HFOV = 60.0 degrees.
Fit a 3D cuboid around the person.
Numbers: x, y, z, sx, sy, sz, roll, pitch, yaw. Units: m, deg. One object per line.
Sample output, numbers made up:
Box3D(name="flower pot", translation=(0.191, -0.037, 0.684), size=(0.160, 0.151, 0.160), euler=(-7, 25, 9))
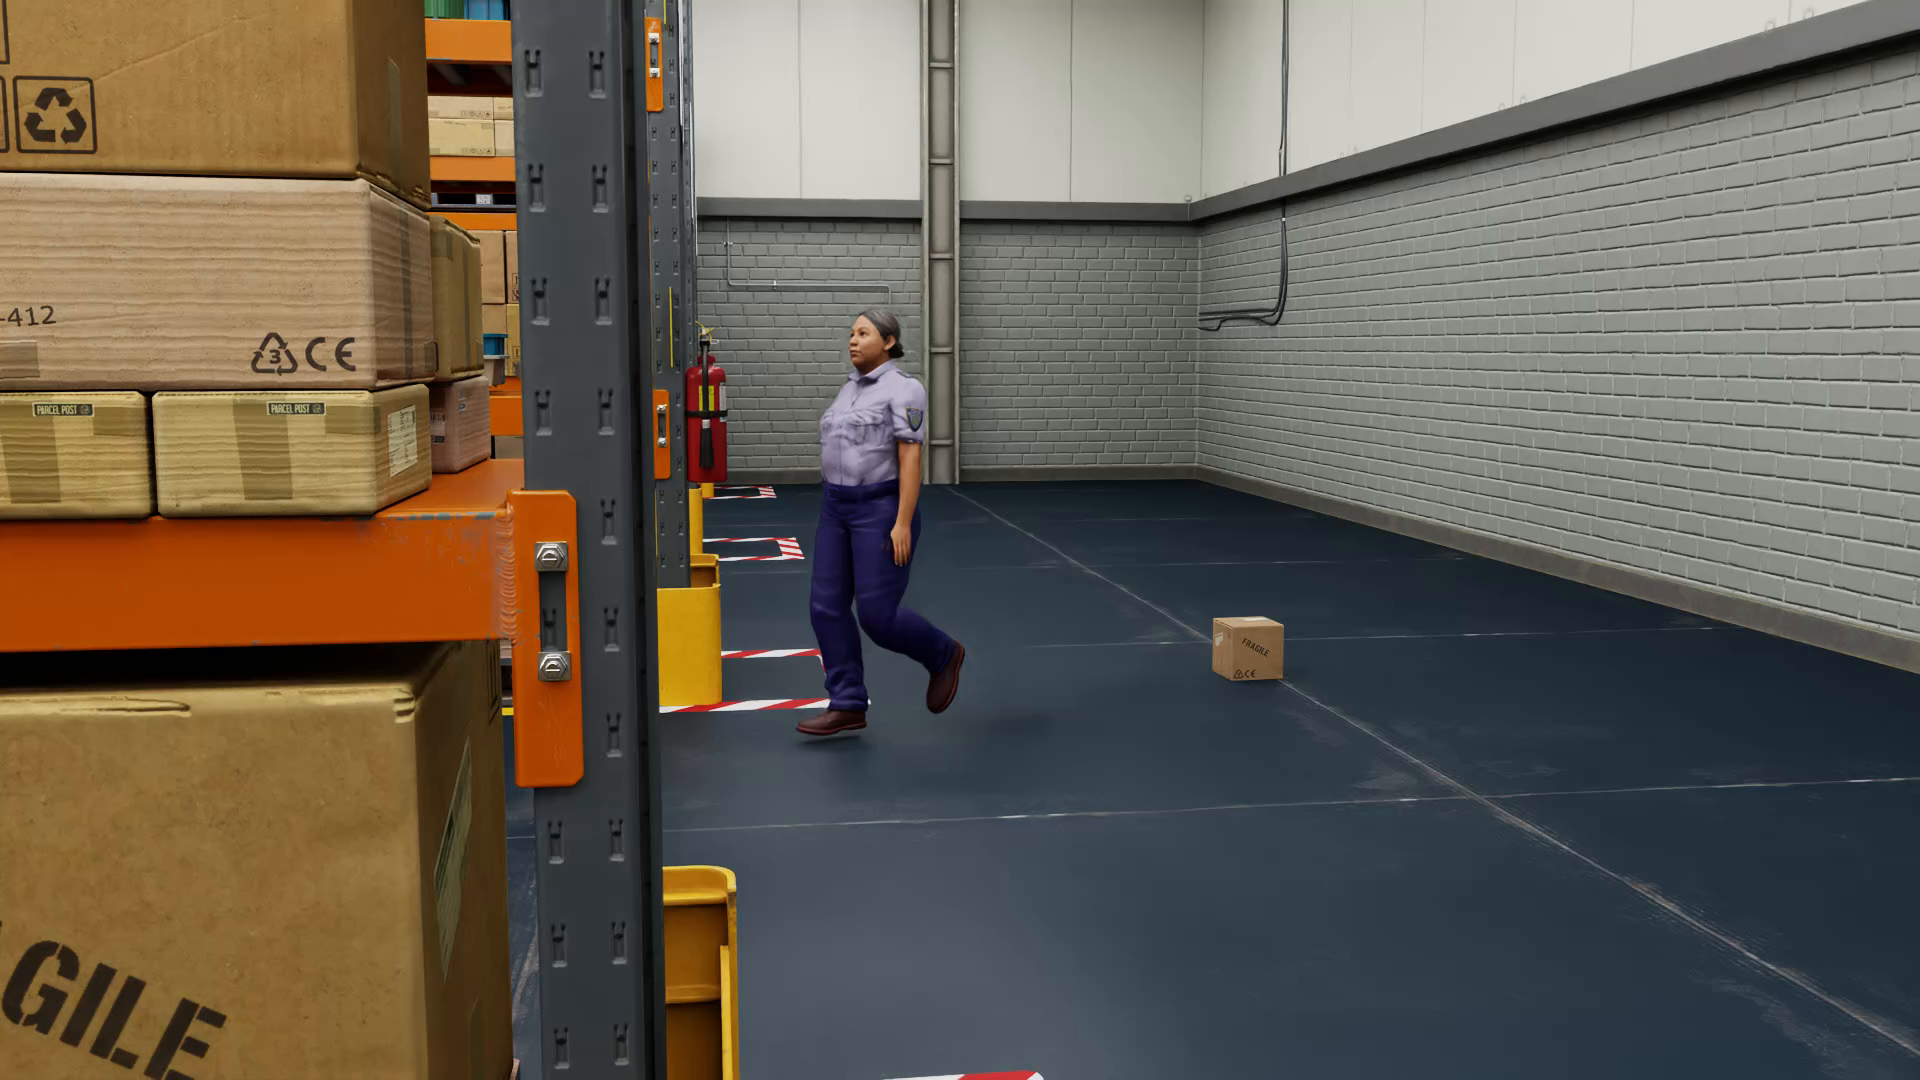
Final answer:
Box3D(name="person", translation=(-0.320, -0.075, 6.365), size=(0.642, 1.618, 0.498), euler=(-6, 9, -42))
